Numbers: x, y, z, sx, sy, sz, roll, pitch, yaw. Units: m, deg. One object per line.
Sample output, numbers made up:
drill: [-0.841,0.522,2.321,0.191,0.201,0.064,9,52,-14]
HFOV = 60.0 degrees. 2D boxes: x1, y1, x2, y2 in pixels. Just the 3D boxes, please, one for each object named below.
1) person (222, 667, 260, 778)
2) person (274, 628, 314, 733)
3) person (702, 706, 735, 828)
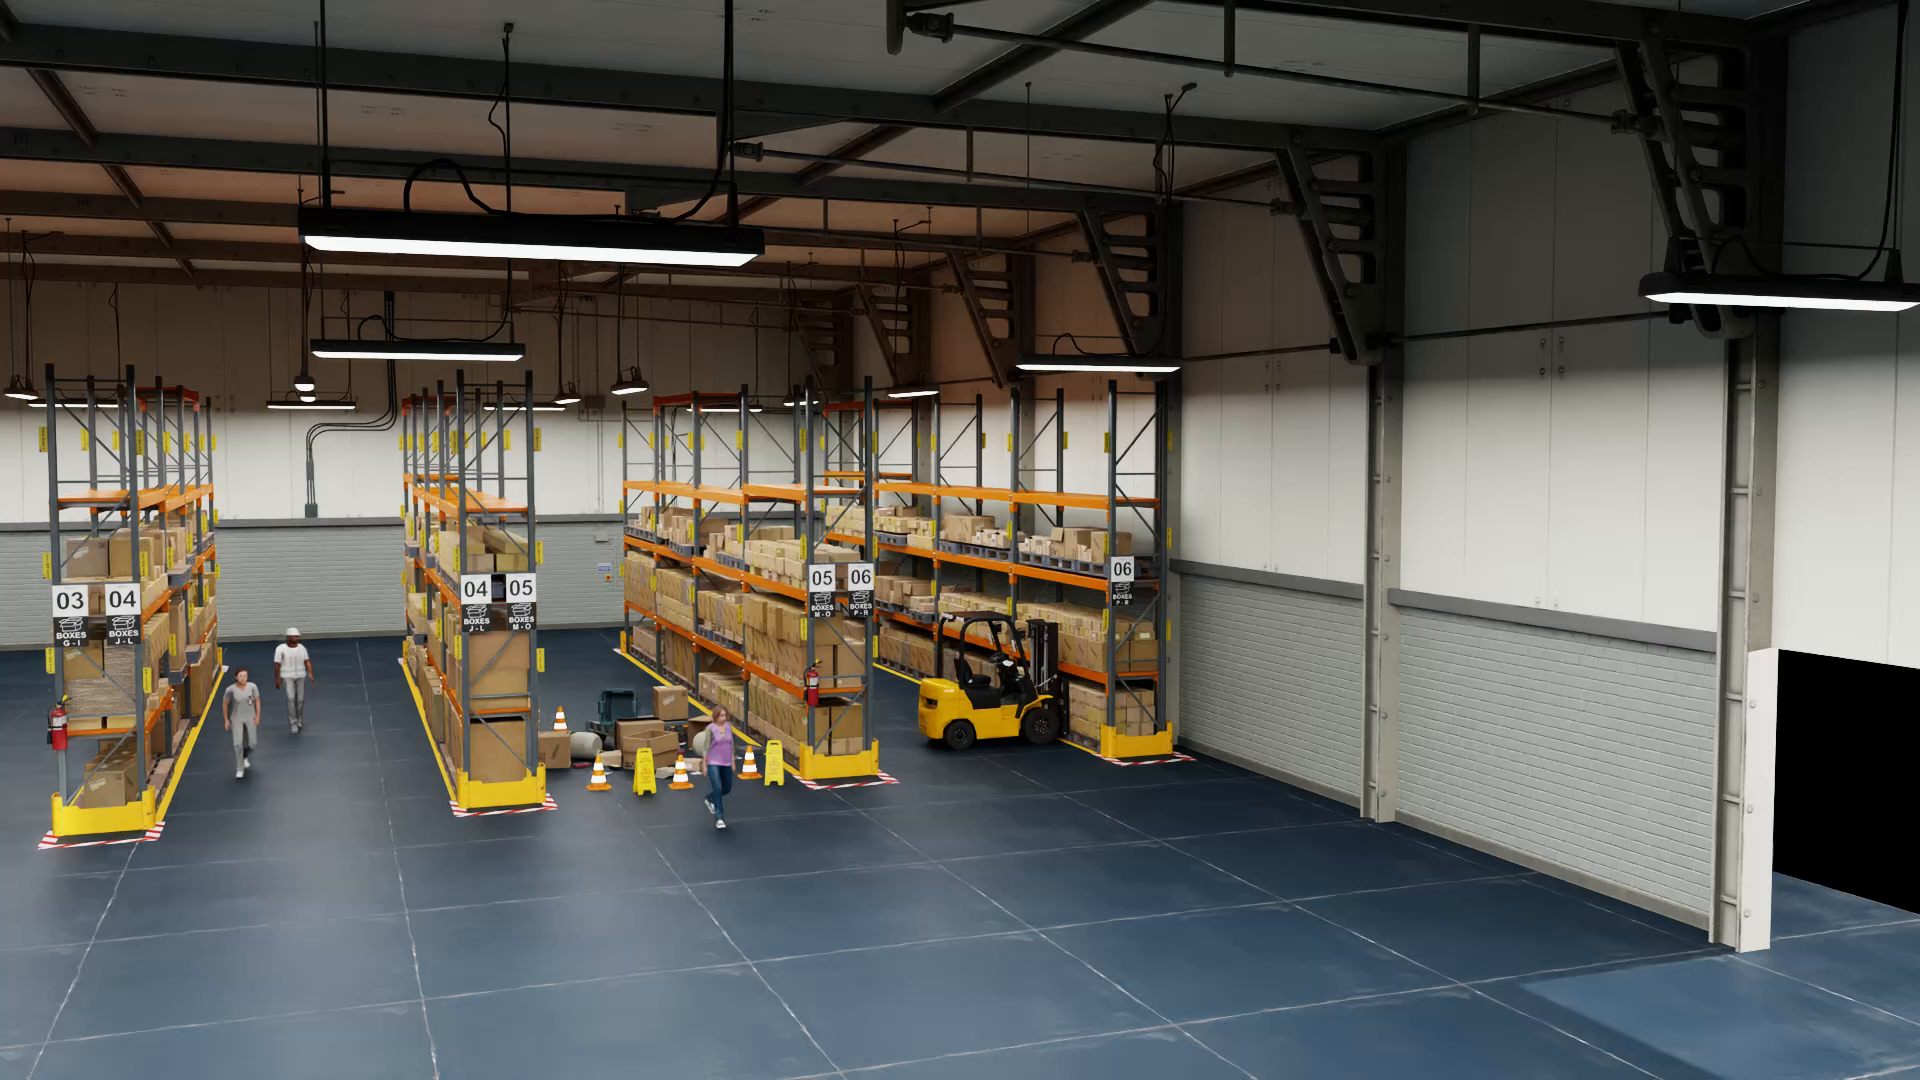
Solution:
person: [-10.847,2.721,25.088,0.523,1.651,0.640,-2,4,-33]
person: [-11.587,2.436,29.032,0.599,1.779,0.703,-3,4,-42]
person: [-3.174,2.955,21.832,0.454,1.520,0.840,-2,4,-36]
